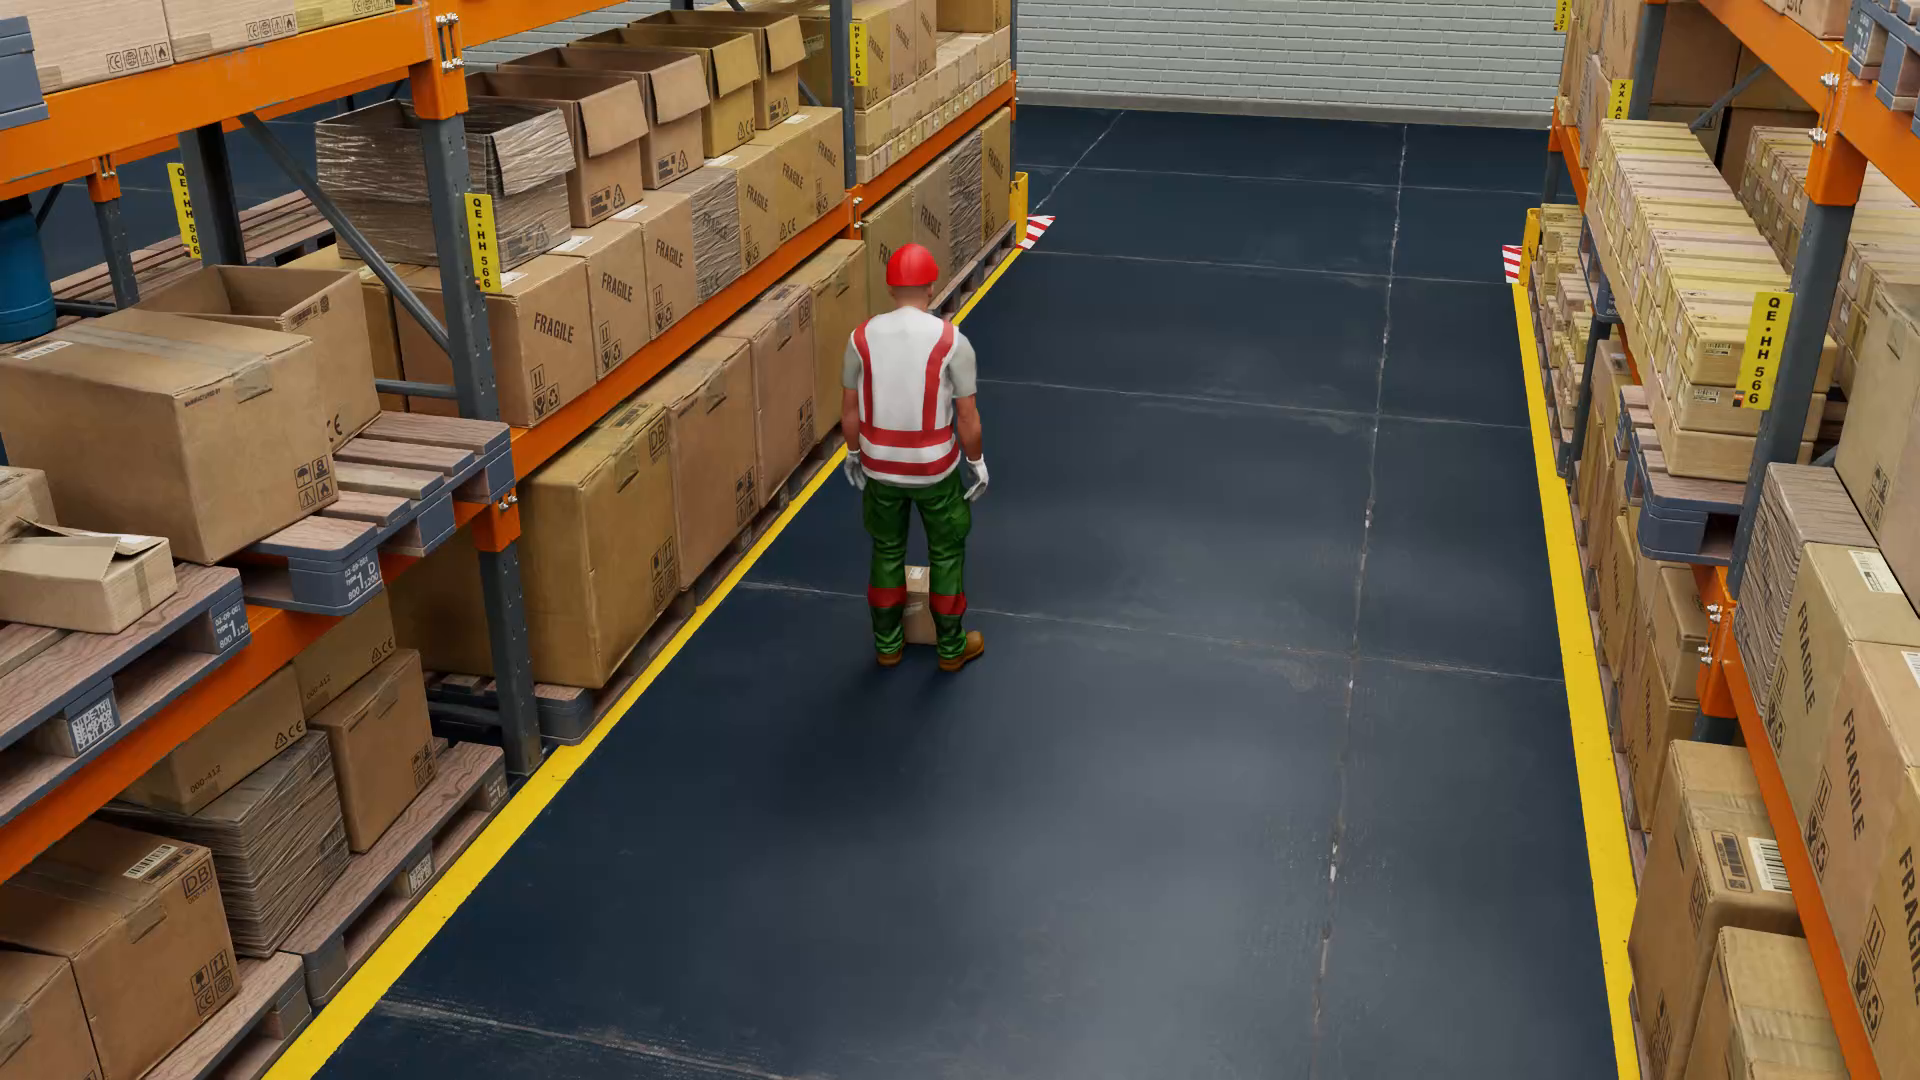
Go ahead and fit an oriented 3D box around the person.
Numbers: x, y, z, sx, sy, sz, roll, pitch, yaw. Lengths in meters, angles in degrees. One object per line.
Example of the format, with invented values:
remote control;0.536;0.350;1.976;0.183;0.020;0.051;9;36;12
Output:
person;-0.184;-0.312;6.756;0.607;1.780;0.450;6;26;13
